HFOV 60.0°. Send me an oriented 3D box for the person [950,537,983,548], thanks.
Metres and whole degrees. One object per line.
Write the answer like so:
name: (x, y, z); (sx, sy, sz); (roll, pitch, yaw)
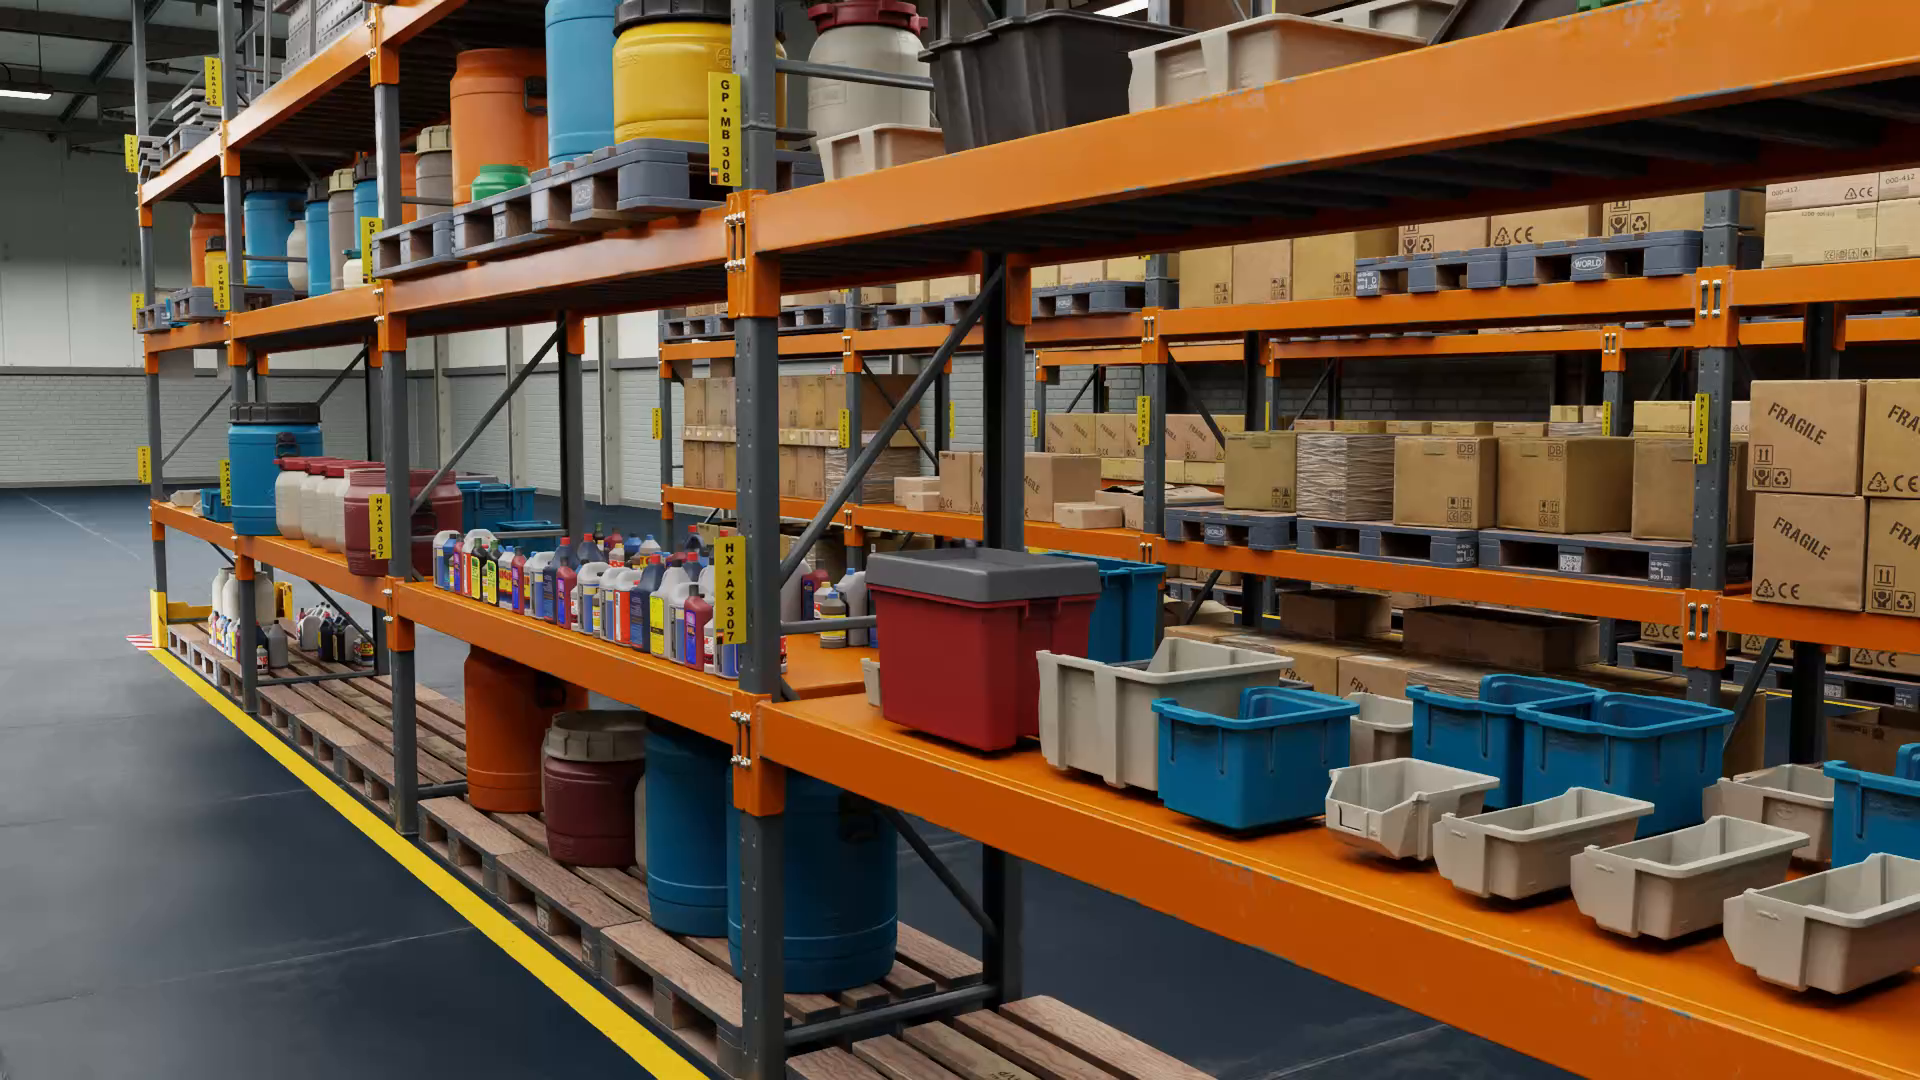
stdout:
person: (0.141, 0.299, 16.577); (0.468, 1.072, 0.904); (-3, 6, -35)
